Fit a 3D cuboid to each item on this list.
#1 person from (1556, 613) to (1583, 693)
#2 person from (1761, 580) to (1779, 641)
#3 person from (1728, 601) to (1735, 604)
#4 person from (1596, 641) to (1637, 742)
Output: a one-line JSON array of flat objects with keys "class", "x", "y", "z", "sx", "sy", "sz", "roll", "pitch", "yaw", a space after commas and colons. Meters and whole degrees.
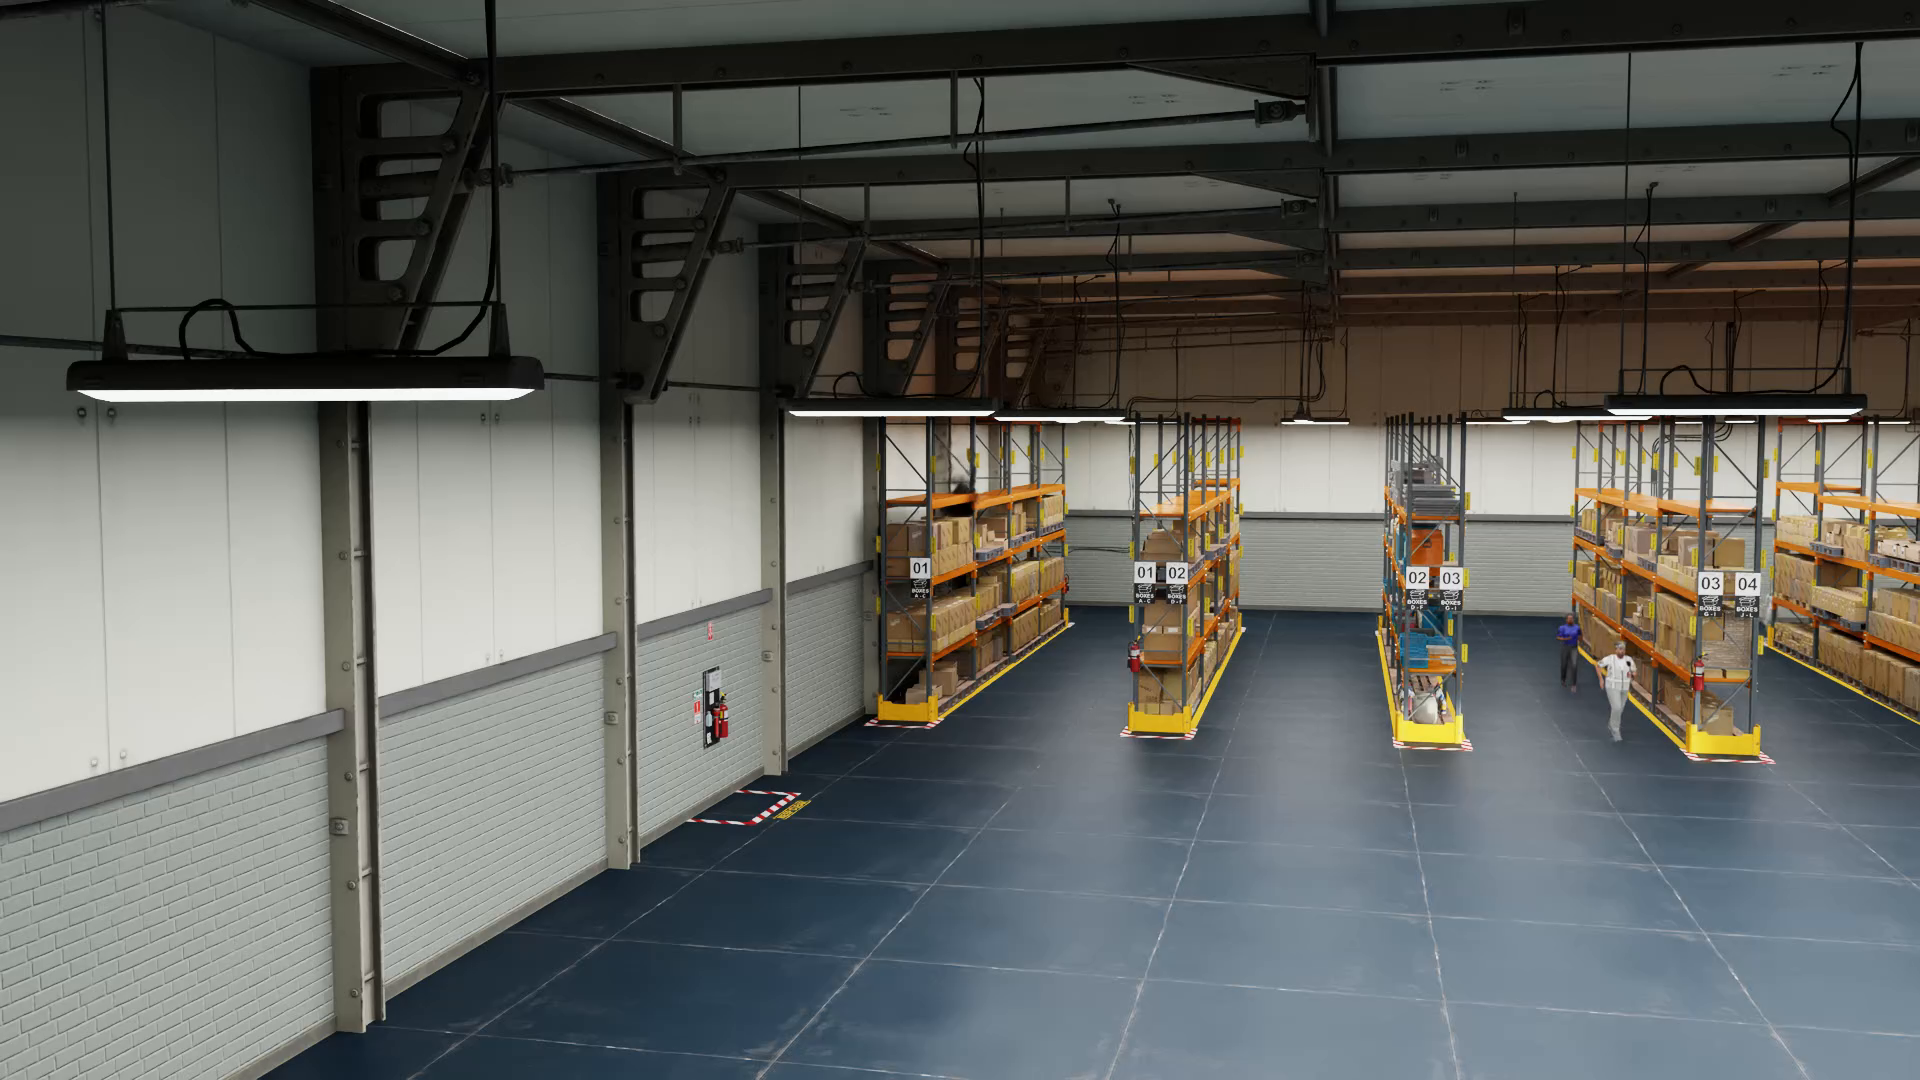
[{"class": "person", "x": 13.256, "y": 2.430, "z": 36.156, "sx": 0.566, "sy": 1.669, "sz": 0.878, "roll": 1, "pitch": 4, "yaw": 15}, {"class": "person", "x": 21.742, "y": 1.887, "z": 44.533, "sx": 0.497, "sy": 1.657, "sz": 0.644, "roll": 1, "pitch": 4, "yaw": 10}, {"class": "person", "x": 19.794, "y": 1.973, "z": 42.772, "sx": 0.753, "sy": 1.733, "sz": 0.868, "roll": 2, "pitch": 4, "yaw": 27}, {"class": "person", "x": 12.137, "y": 2.761, "z": 30.665, "sx": 0.652, "sy": 1.829, "sz": 0.788, "roll": 0, "pitch": 4, "yaw": -6}]
